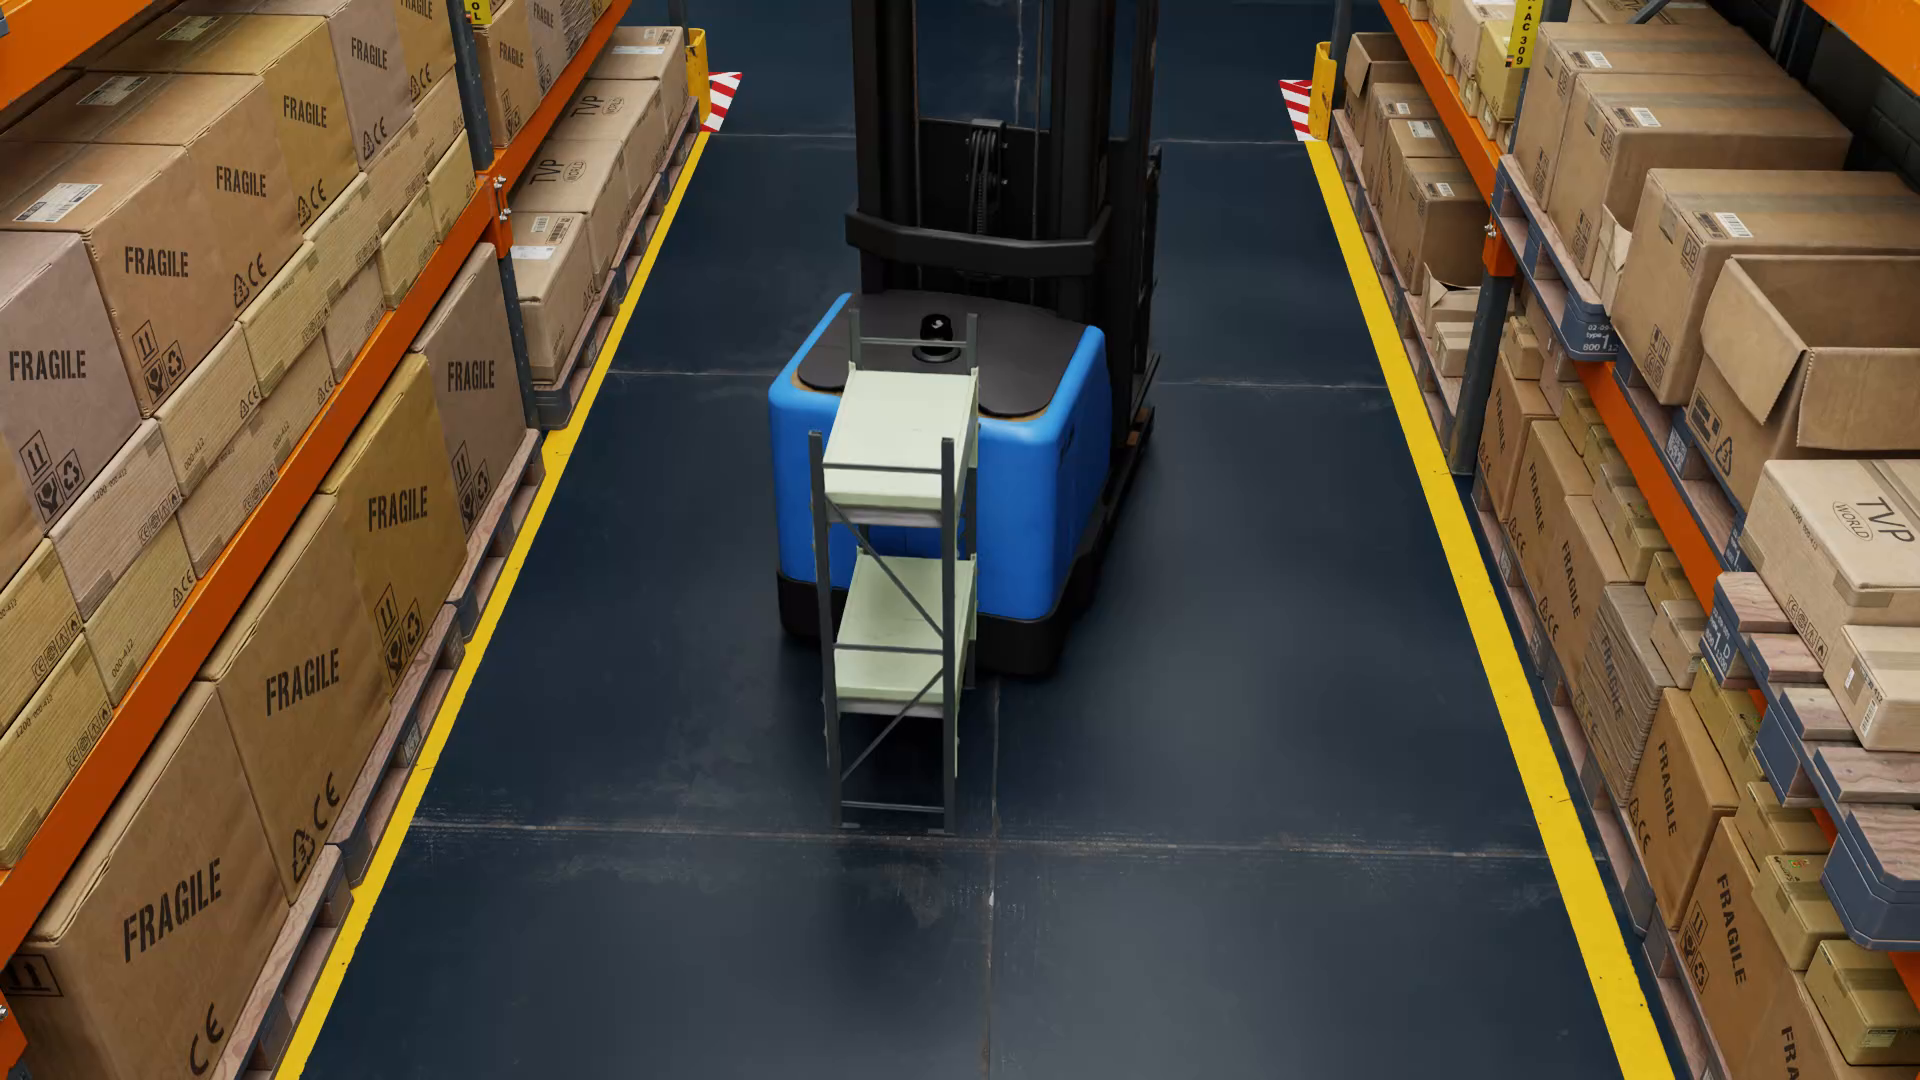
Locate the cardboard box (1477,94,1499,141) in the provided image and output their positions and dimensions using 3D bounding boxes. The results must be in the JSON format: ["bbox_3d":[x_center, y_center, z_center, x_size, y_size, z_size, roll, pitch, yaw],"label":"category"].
[{"bbox_3d":[2.362,-1.760,6.864,0.380,0.149,0.250,2,35,3],"label":"cardboard box"}]

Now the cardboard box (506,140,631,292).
[{"bbox_3d":[-2.180,-1.632,8.327,0.875,0.438,0.875,0,35,0],"label":"cardboard box"}]

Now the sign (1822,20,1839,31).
[{"bbox_3d":[3.167,-1.987,5.961,0.100,0.325,0.005,1,35,2],"label":"sign"}]

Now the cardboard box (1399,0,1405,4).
[{"bbox_3d":[2.384,-2.798,8.340,0.380,0.149,0.250,0,35,1],"label":"cardboard box"}]

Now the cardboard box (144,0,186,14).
[{"bbox_3d":[-2.645,-1.547,5.386,0.500,0.500,0.500,1,35,2],"label":"cardboard box"}]

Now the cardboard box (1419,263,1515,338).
[{"bbox_3d":[2.356,-1.109,7.732,0.396,0.266,0.258,3,35,4],"label":"cardboard box"}]

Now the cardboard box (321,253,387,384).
[{"bbox_3d":[-2.175,-0.729,5.309,0.500,0.250,0.500,0,35,1],"label":"cardboard box"}]

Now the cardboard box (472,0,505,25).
[{"bbox_3d":[-2.086,-2.354,6.534,0.500,0.500,0.500,2,35,2],"label":"cardboard box"}]

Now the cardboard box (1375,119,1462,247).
[{"bbox_3d":[2.459,-1.830,8.554,0.500,0.500,0.500,2,35,3],"label":"cardboard box"}]

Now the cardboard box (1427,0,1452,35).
[{"bbox_3d":[2.428,-2.457,7.509,0.500,0.250,0.500,1,35,2],"label":"cardboard box"}]

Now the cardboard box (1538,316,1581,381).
[{"bbox_3d":[2.369,-0.710,6.137,0.380,0.149,0.250,0,35,0],"label":"cardboard box"}]

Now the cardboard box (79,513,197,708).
[{"bbox_3d":[-2.234,0.153,4.055,0.500,0.250,0.500,0,35,1],"label":"cardboard box"}]

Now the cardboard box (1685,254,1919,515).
[{"bbox_3d":[2.332,-0.382,4.229,0.797,0.503,0.637,1,35,1],"label":"cardboard box"}]

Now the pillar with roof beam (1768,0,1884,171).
[{"bbox_3d":[-0.761,-4.457,5.265,9.100,9.000,0.400,1,35,2],"label":"pillar with roof beam"}]

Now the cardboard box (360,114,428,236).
[{"bbox_3d":[-2.135,-1.233,5.592,0.500,0.250,0.500,2,35,3],"label":"cardboard box"}]

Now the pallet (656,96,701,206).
[{"bbox_3d":[-2.141,-2.332,9.885,1.003,0.211,1.213,1,35,2],"label":"pallet"}]

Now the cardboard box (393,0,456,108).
[{"bbox_3d":[-2.115,-1.824,5.780,0.500,0.500,0.500,2,35,3],"label":"cardboard box"}]

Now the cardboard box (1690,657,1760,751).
[{"bbox_3d":[2.318,0.469,4.719,0.380,0.149,0.250,1,35,1],"label":"cardboard box"}]

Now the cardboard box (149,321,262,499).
[{"bbox_3d":[-2.187,-0.350,4.334,0.500,0.250,0.500,1,35,2],"label":"cardboard box"}]

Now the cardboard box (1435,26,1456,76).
[{"bbox_3d":[2.368,-2.207,7.501,0.380,0.149,0.250,1,35,1],"label":"cardboard box"}]

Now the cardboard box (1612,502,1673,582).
[{"bbox_3d":[2.342,0.013,5.367,0.380,0.149,0.250,3,35,4],"label":"cardboard box"}]

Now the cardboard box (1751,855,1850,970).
[{"bbox_3d":[2.198,0.913,4.087,0.380,0.149,0.250,0,35,-1],"label":"cardboard box"}]

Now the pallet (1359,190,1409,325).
[{"bbox_3d":[2.687,-1.480,8.673,1.003,0.211,1.213,1,35,2],"label":"pallet"}]

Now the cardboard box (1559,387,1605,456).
[{"bbox_3d":[2.399,-0.430,5.997,0.380,0.149,0.250,0,35,-1],"label":"cardboard box"}]

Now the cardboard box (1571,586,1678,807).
[{"bbox_3d":[2.305,0.491,5.252,0.500,0.500,0.500,0,35,0],"label":"cardboard box"}]

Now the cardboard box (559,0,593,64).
[{"bbox_3d":[-2.016,-2.515,7.633,0.500,0.500,0.500,2,35,2],"label":"cardboard box"}]

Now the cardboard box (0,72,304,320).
[{"bbox_3d":[-2.174,-0.938,4.519,0.500,0.500,0.500,2,35,3],"label":"cardboard box"}]

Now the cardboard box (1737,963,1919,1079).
[{"bbox_3d":[2.254,1.377,3.990,0.500,0.500,0.500,2,35,3],"label":"cardboard box"}]

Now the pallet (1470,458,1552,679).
[{"bbox_3d":[2.617,0.085,6.445,1.003,0.211,1.213,1,35,2],"label":"pallet"}]

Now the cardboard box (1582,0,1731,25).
[{"bbox_3d":[2.915,-2.151,7.073,0.500,0.250,0.500,1,35,1],"label":"cardboard box"}]

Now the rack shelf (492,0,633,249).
[{"bbox_3d":[-2.267,-2.491,8.311,1.077,0.370,4.000,1,35,2],"label":"rack shelf"}]

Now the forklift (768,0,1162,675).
[{"bbox_3d":[0.230,-1.563,6.424,1.130,2.935,3.031,9,36,13],"label":"forklift"}]

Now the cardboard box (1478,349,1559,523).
[{"bbox_3d":[2.368,-0.400,6.519,0.500,0.500,0.500,3,35,4],"label":"cardboard box"}]

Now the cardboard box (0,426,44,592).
[{"bbox_3d":[-2.244,-0.066,3.278,0.500,0.500,0.500,0,35,0],"label":"cardboard box"}]

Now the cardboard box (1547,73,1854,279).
[{"bbox_3d":[2.349,-1.166,5.348,0.700,0.500,0.500,2,35,2],"label":"cardboard box"}]

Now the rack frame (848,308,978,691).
[{"bbox_3d":[-0.146,-0.089,5.573,0.400,1.500,0.023,3,35,5],"label":"rack frame"}]

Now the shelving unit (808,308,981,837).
[{"bbox_3d":[-0.181,0.120,5.275,0.431,1.500,0.755,3,35,5],"label":"shelving unit"}]

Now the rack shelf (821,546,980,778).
[{"bbox_3d":[-0.181,0.387,5.462,0.431,0.370,0.720,3,35,5],"label":"rack shelf"}]

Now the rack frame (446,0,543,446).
[{"bbox_3d":[-2.348,-1.636,6.469,1.000,3.000,0.127,1,35,2],"label":"rack frame"}]

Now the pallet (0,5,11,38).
[{"bbox_3d":[-2.535,-0.859,2.919,1.213,0.211,1.003,3,35,4],"label":"pallet"}]

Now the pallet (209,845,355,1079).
[{"bbox_3d":[-2.401,1.352,4.643,1.003,0.211,1.213,1,35,2],"label":"pallet"}]

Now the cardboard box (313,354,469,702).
[{"bbox_3d":[-2.321,-0.061,5.711,0.875,0.875,0.875,2,35,3],"label":"cardboard box"}]

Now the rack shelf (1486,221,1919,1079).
[{"bbox_3d":[2.532,-0.080,4.881,1.077,0.370,4.000,1,35,2],"label":"rack shelf"}]
